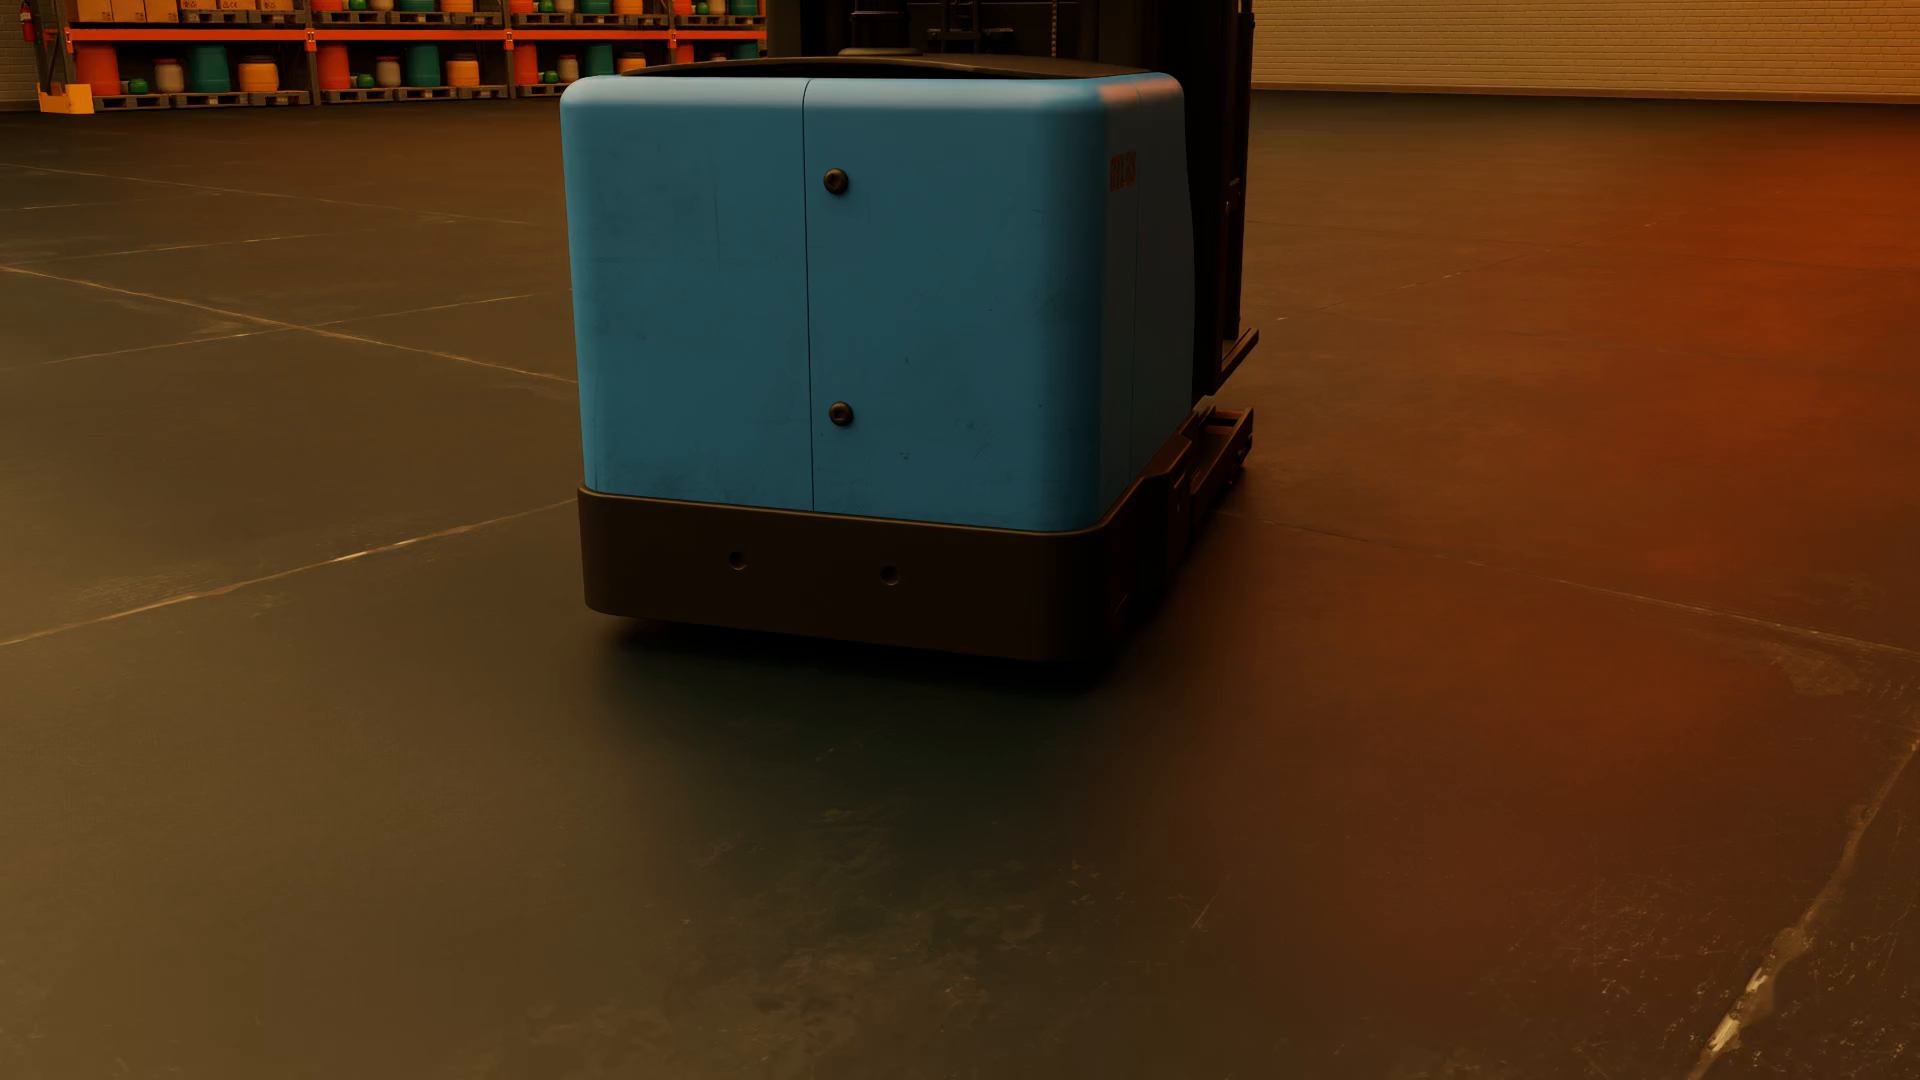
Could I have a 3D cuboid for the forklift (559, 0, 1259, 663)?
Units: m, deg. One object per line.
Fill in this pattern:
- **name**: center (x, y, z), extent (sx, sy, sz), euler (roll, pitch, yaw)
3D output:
- **forklift**: center (0.182, -1.571, 4.072), extent (1.130, 2.935, 3.031), euler (5, 18, 17)
